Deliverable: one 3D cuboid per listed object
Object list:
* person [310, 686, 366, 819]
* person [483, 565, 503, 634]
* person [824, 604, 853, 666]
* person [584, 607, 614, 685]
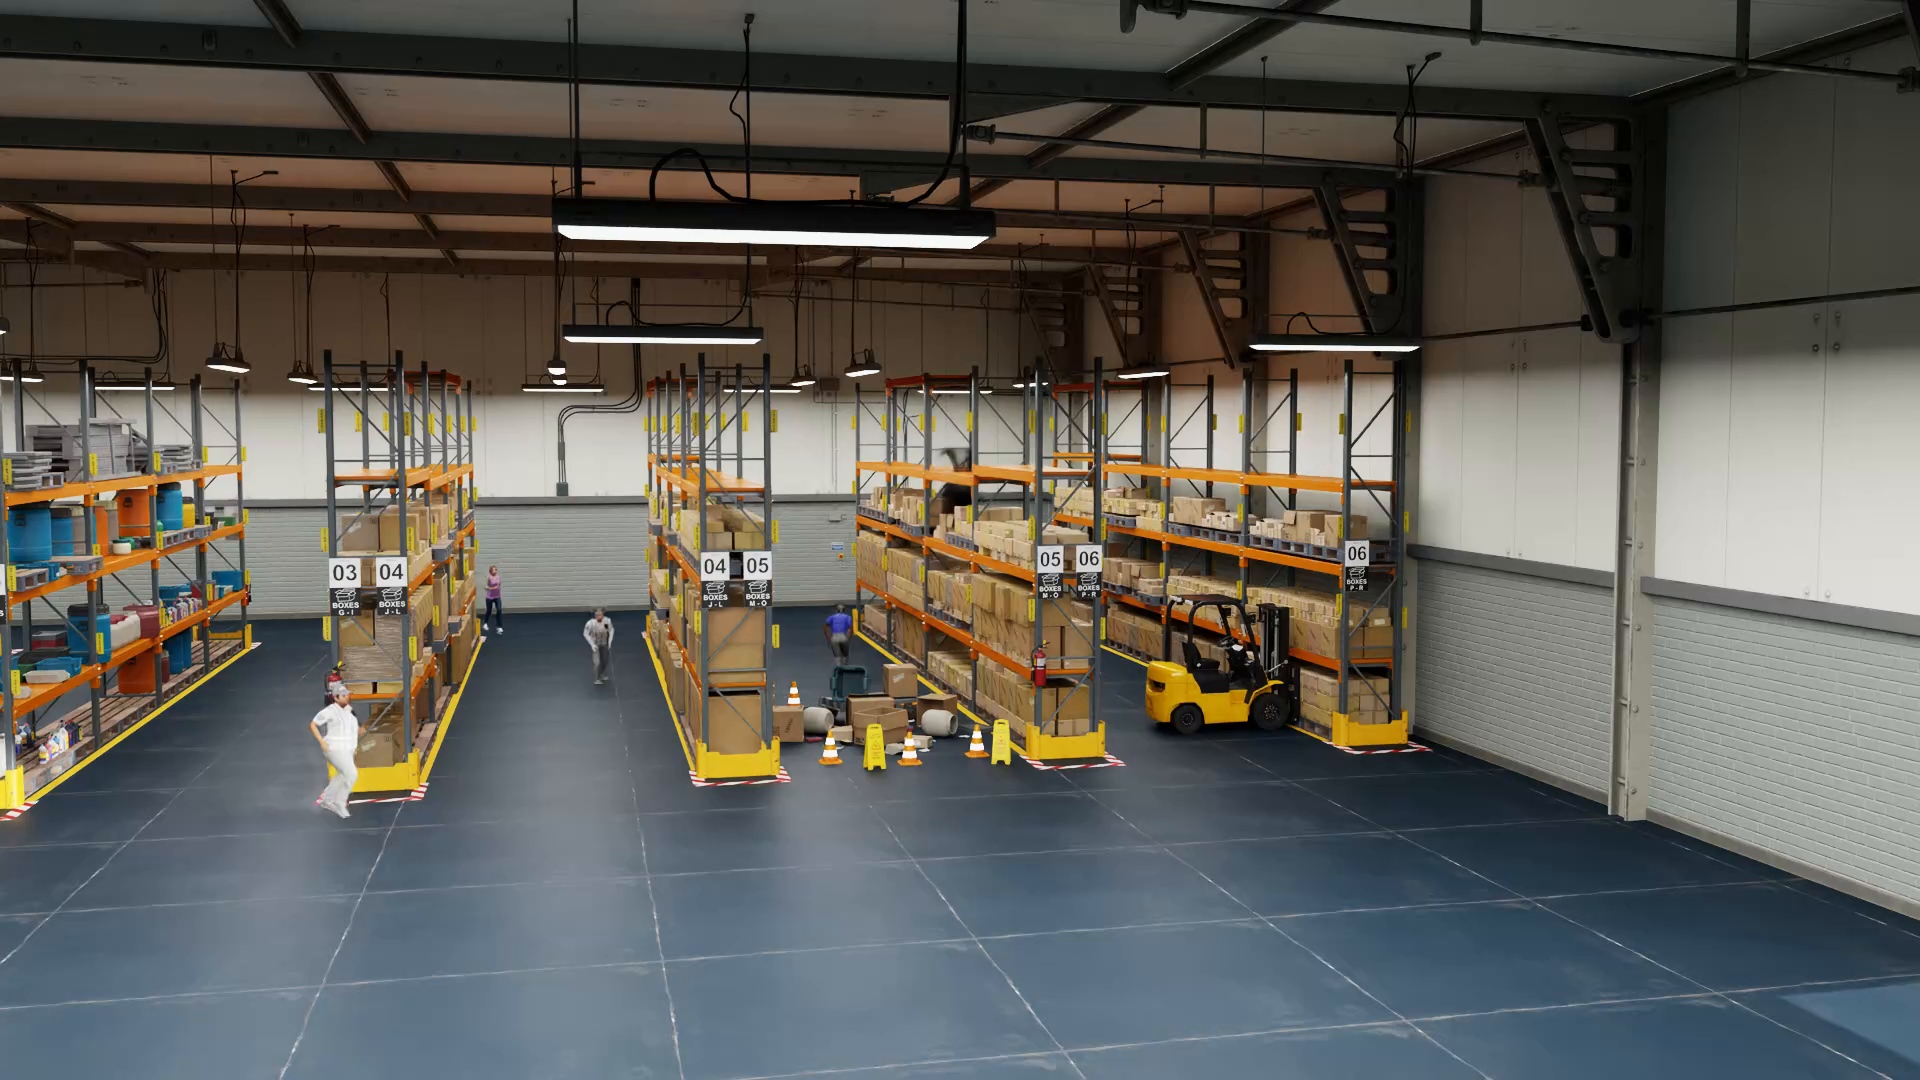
[{"bbox_3d":[-7.904,2.706,21.241,0.712,1.697,0.583,1,4,13],"label":"person"},{"bbox_3d":[-11.205,1.414,39.831,0.506,1.626,0.824,-3,5,-41],"label":"person"},{"bbox_3d":[-2.382,2.016,32.511,0.581,1.475,0.907,0,4,0],"label":"person"},{"bbox_3d":[-6.943,2.020,31.976,0.628,1.520,0.811,-3,5,-36],"label":"person"}]
